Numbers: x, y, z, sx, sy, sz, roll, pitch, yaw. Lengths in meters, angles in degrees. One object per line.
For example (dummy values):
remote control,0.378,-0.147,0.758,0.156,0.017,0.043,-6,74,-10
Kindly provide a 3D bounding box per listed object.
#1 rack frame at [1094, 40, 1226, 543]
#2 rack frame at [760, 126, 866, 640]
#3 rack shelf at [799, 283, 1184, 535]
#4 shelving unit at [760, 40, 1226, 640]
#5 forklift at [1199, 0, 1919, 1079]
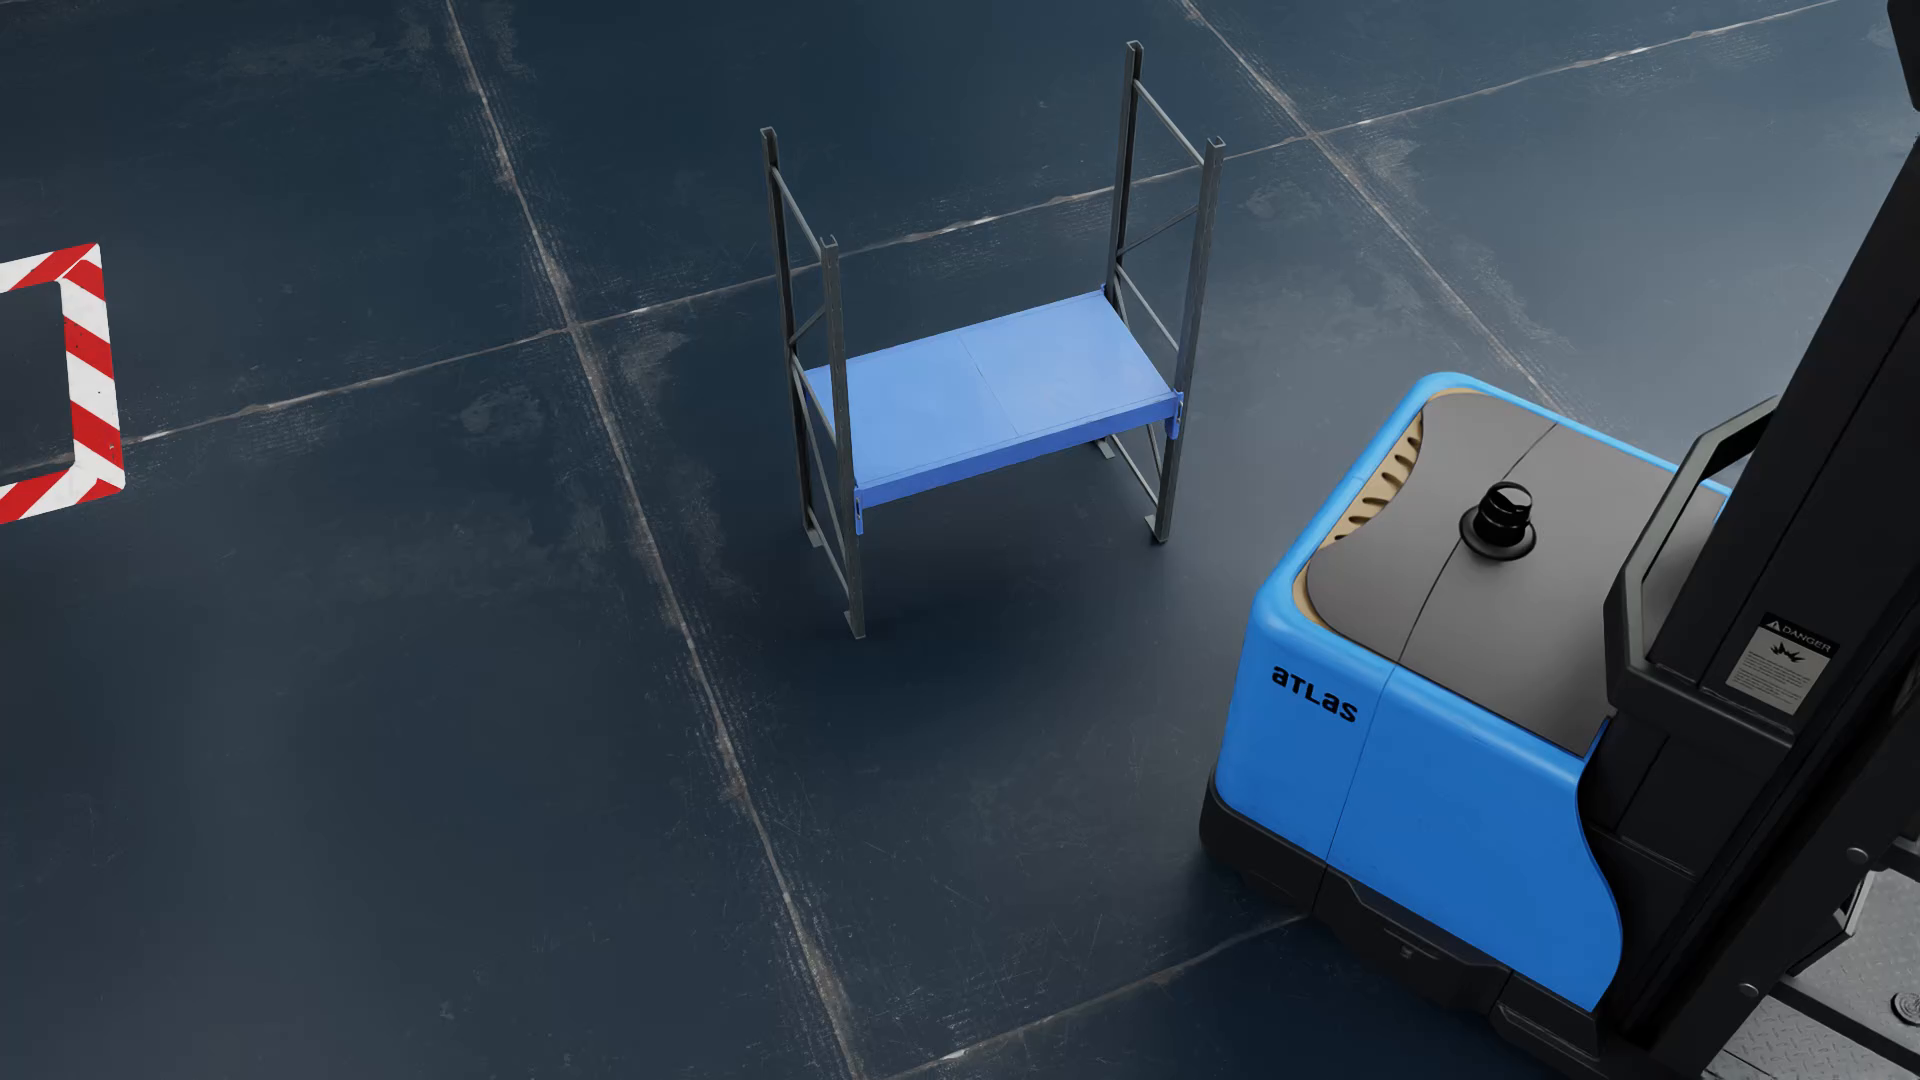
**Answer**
rack frame,0.550,-0.659,4.827,0.032,1.500,0.500,-17,52,-14
rack frame,-0.392,-0.367,4.577,0.032,1.500,0.500,-17,52,-14
rack shelf,0.079,-0.396,4.839,1.000,0.185,0.538,-17,52,-14
shelving unit,0.079,-0.513,4.702,1.048,1.500,0.538,-17,52,-14
forklift,2.141,0.237,3.115,3.031,2.935,1.130,28,55,22
